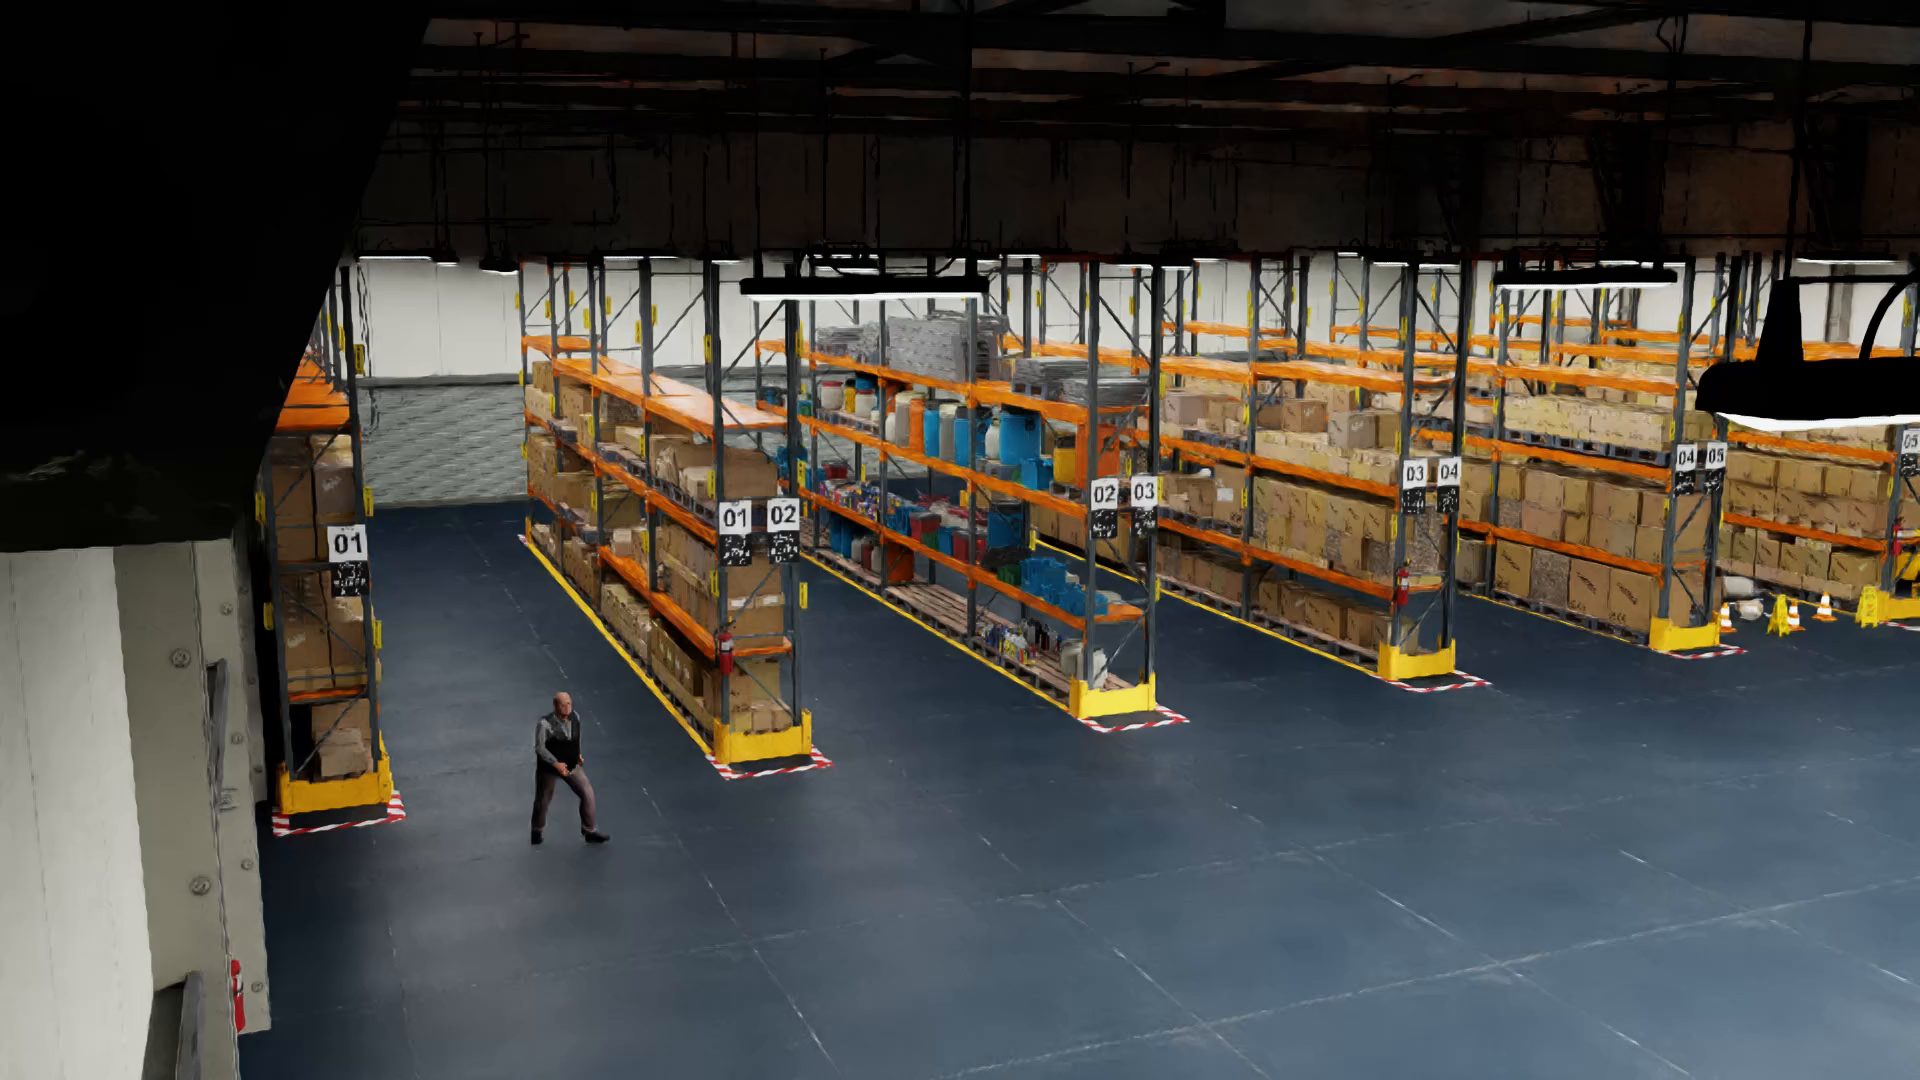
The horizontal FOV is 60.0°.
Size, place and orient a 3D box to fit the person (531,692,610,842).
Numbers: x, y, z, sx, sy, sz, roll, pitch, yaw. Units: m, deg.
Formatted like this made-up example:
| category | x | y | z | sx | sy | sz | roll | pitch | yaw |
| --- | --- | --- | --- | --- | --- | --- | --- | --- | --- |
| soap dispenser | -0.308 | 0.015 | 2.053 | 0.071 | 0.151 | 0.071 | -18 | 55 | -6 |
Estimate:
| category | x | y | z | sx | sy | sz | roll | pitch | yaw |
| --- | --- | --- | --- | --- | --- | --- | --- | --- | --- |
| person | -4.182 | 2.371 | 17.425 | 0.682 | 1.660 | 0.800 | -9 | 14 | -42 |

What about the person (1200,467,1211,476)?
| category | x | y | z | sx | sy | sz | roll | pitch | yaw |
| --- | --- | --- | --- | --- | --- | --- | --- | --- | --- |
| person | 4.894 | -0.630 | 33.727 | 0.677 | 1.726 | 0.574 | -5 | 11 | -24 |

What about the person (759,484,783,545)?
| category | x | y | z | sx | sy | sz | roll | pitch | yaw |
| --- | --- | --- | --- | --- | --- | --- | --- | --- | --- |
| person | -3.817 | -0.548 | 33.273 | 0.576 | 1.738 | 0.944 | -1 | 10 | -4 |
